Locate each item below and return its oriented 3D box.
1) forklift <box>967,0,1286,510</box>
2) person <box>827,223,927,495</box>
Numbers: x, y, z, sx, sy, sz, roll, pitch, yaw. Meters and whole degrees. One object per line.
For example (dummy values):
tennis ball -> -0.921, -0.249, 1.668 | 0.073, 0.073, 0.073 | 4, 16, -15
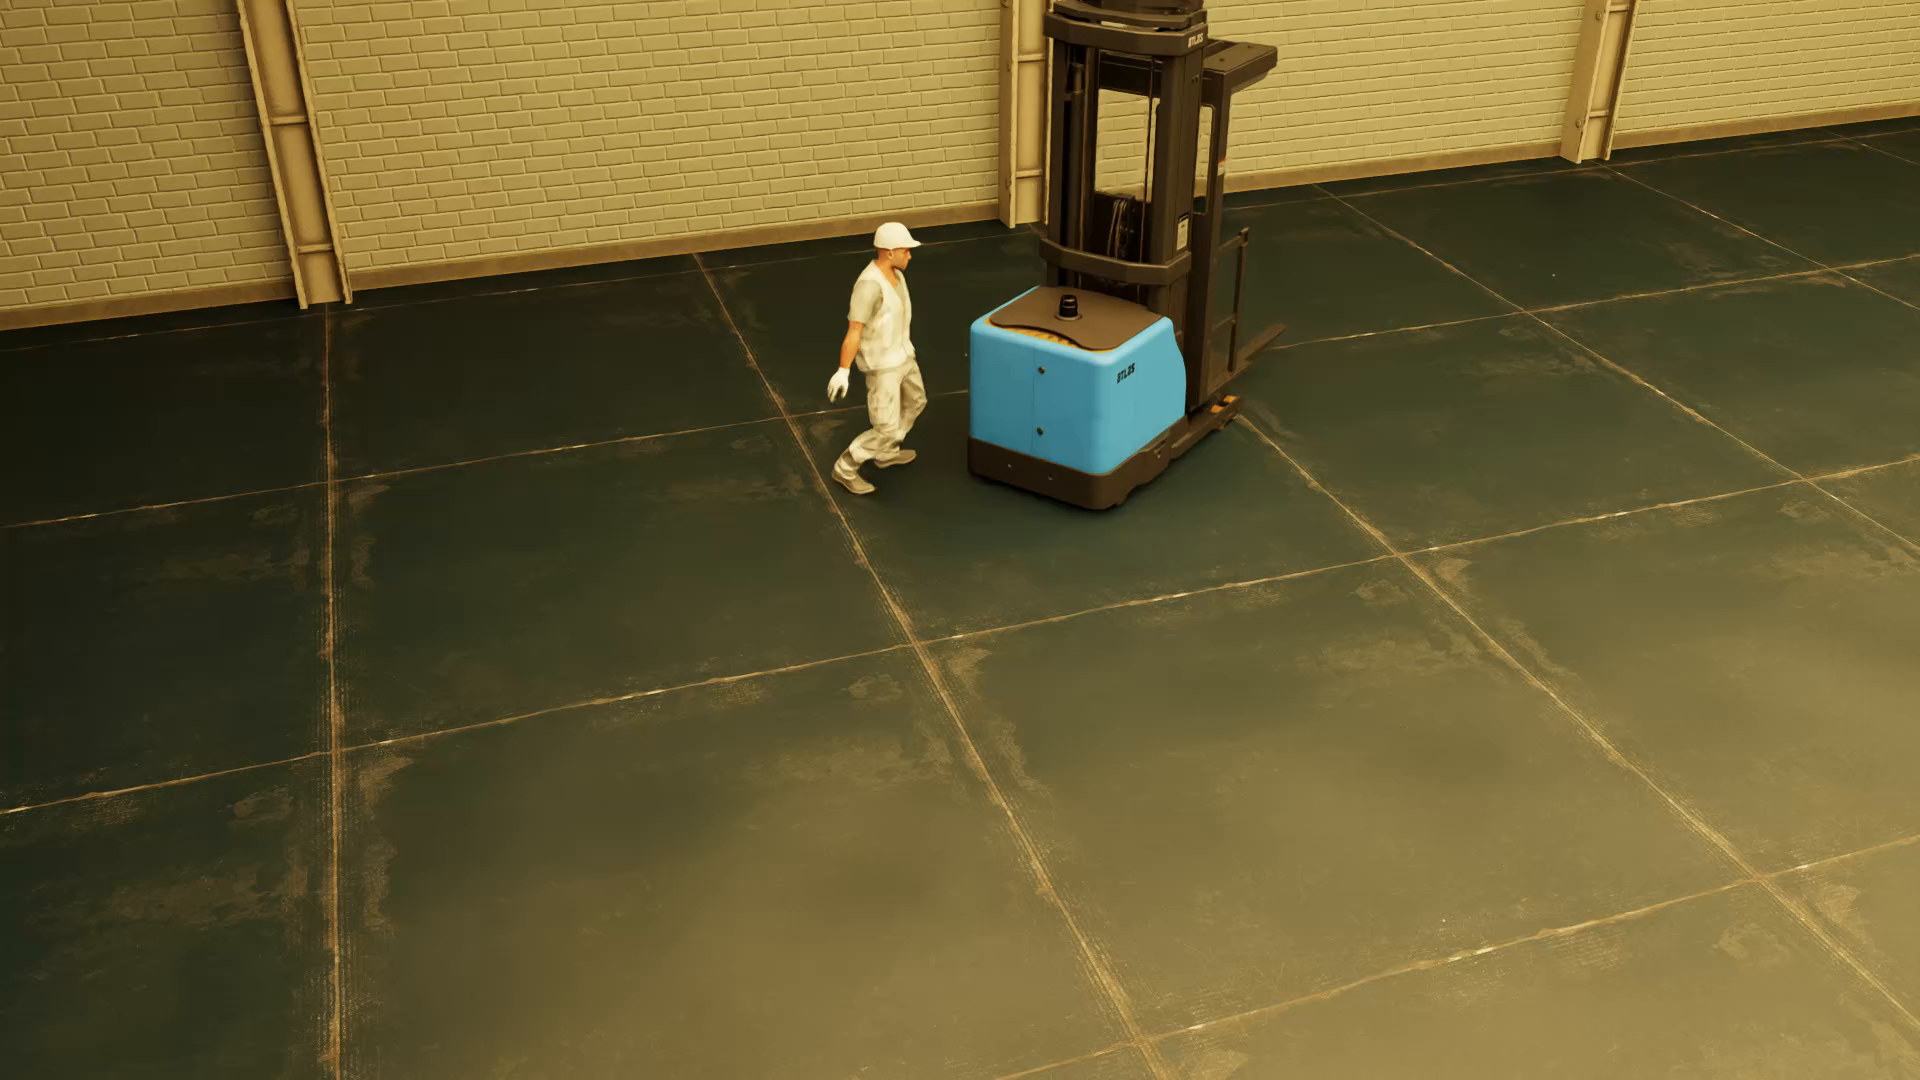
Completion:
forklift -> 1.293, -2.142, 10.811 | 1.130, 2.935, 3.031 | 19, 35, 29
person -> -0.536, -1.100, 10.231 | 0.500, 1.704, 0.895 | 12, 32, 20
